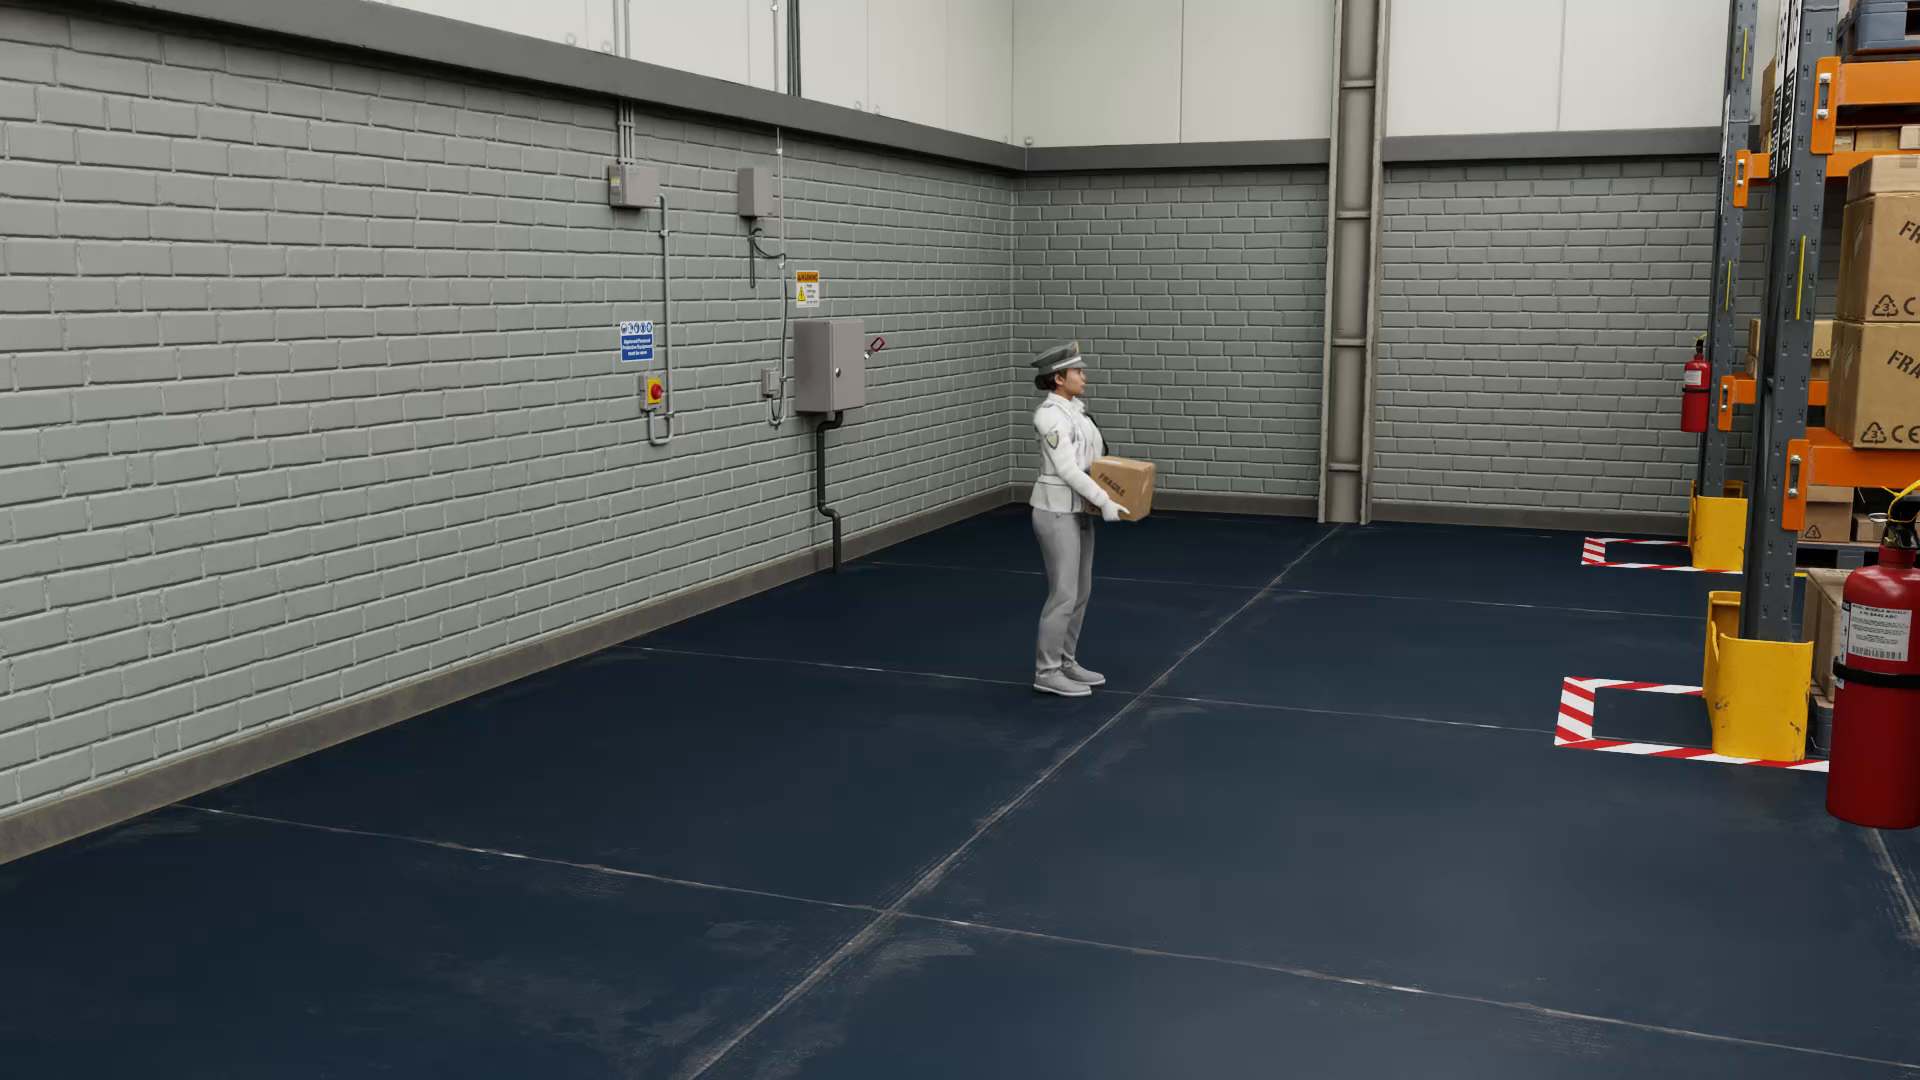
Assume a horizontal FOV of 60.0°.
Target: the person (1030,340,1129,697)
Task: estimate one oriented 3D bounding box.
[{"bbox_3d":[0.589,-0.106,7.969,0.535,1.691,0.453,3,9,21],"label":"person"}]
